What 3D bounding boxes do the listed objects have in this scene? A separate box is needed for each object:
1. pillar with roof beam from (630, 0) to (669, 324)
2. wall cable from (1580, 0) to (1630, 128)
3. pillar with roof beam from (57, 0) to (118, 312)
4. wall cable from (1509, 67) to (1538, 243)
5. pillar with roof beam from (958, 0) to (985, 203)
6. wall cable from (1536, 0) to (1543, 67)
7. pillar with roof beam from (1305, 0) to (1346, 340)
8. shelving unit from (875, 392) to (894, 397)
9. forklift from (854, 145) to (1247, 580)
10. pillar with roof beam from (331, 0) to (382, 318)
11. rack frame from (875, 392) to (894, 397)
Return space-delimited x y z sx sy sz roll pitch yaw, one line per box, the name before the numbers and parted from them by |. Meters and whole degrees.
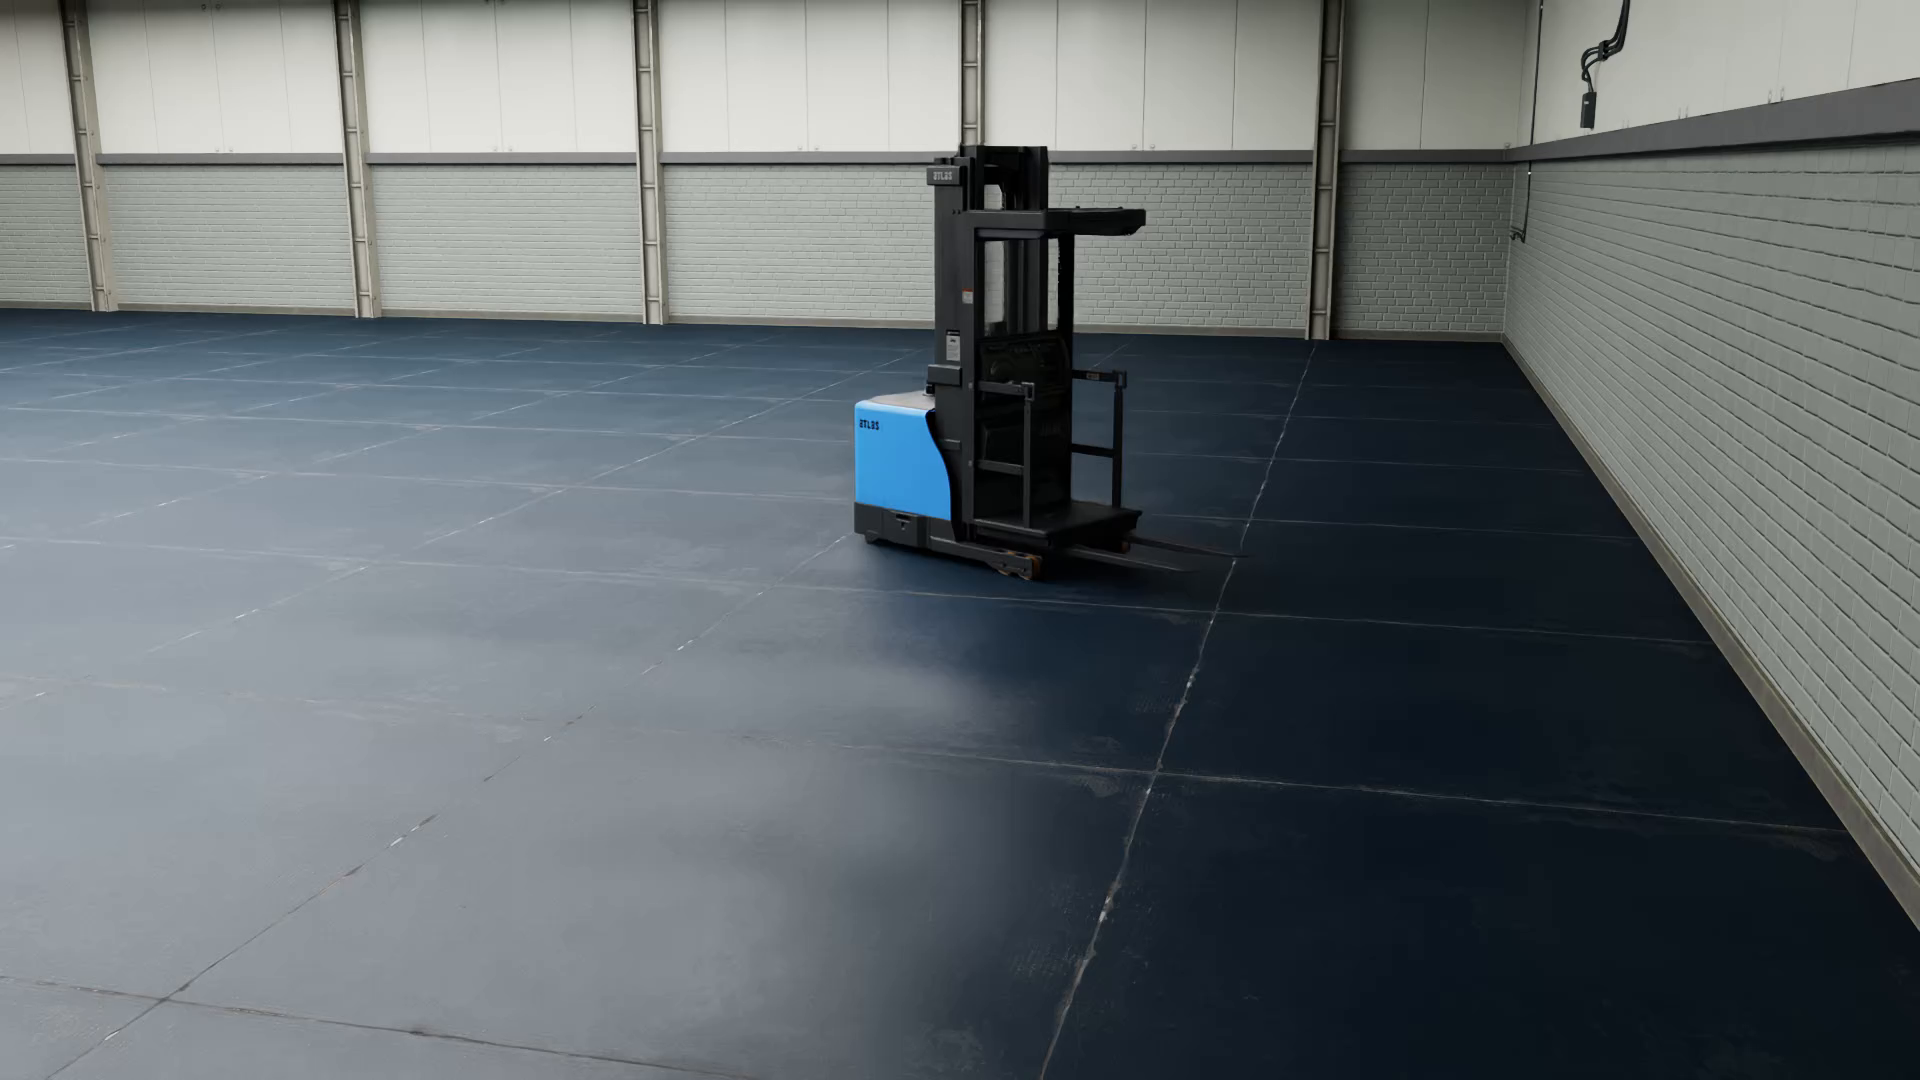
pillar with roof beam | -6.658 -7.501 25.767 0.400 9.000 9.100 3 13 14
wall cable | 6.277 -7.017 15.735 0.169 6.003 2.305 3 13 14
pillar with roof beam | -18.308 -8.124 28.574 0.400 9.000 9.100 3 13 14
wall cable | 8.567 -5.837 25.434 0.112 2.526 3.097 3 13 14
pillar with roof beam | -0.833 -7.190 24.363 0.400 9.000 9.100 3 13 14
wall cable | 7.919 -7.733 22.323 0.112 2.526 3.097 3 13 14
pillar with roof beam | 4.993 -6.878 22.960 0.400 9.000 9.100 3 13 14
shelving unit | -0.507 -0.627 13.137 0.252 1.050 0.215 11 17 42
forklift | 0.613 -1.283 11.751 3.031 2.935 1.130 11 17 42
pillar with roof beam | -12.483 -7.812 27.170 0.400 9.000 9.100 3 13 14
rack frame | -0.596 -0.645 13.218 0.008 1.050 0.200 11 17 42
